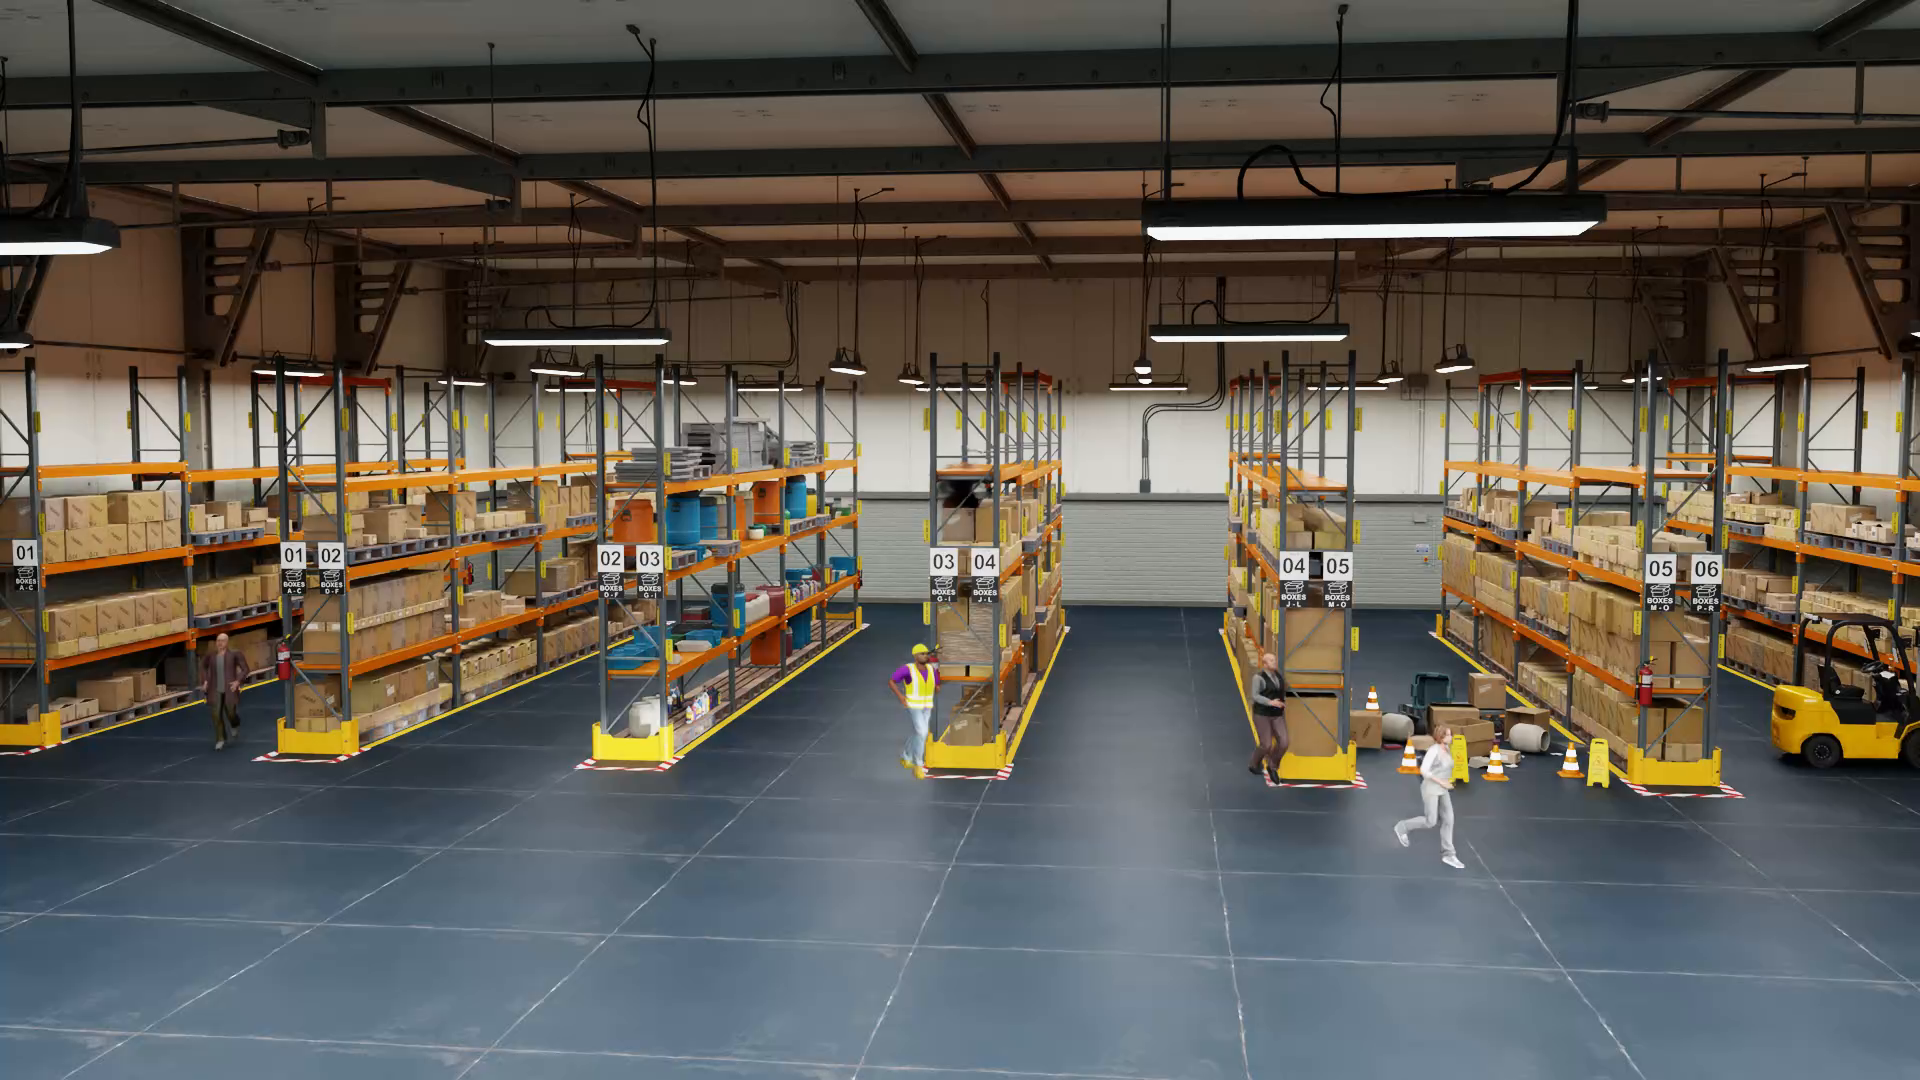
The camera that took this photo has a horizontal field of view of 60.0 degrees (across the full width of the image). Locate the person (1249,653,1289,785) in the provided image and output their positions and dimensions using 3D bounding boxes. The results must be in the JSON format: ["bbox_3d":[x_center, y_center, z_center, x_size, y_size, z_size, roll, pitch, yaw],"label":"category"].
[{"bbox_3d":[4.168,2.402,22.236,0.688,1.780,0.695,-2,5,-31],"label":"person"}]

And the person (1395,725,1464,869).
[{"bbox_3d":[5.377,2.881,18.938,0.878,1.585,0.565,4,6,43],"label":"person"}]

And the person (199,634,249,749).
[{"bbox_3d":[-11.370,2.309,25.705,0.745,1.745,0.840,-1,4,-10],"label":"person"}]

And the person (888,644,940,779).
[{"bbox_3d":[-0.567,2.308,22.713,0.689,1.792,0.688,-3,5,-41],"label":"person"}]
